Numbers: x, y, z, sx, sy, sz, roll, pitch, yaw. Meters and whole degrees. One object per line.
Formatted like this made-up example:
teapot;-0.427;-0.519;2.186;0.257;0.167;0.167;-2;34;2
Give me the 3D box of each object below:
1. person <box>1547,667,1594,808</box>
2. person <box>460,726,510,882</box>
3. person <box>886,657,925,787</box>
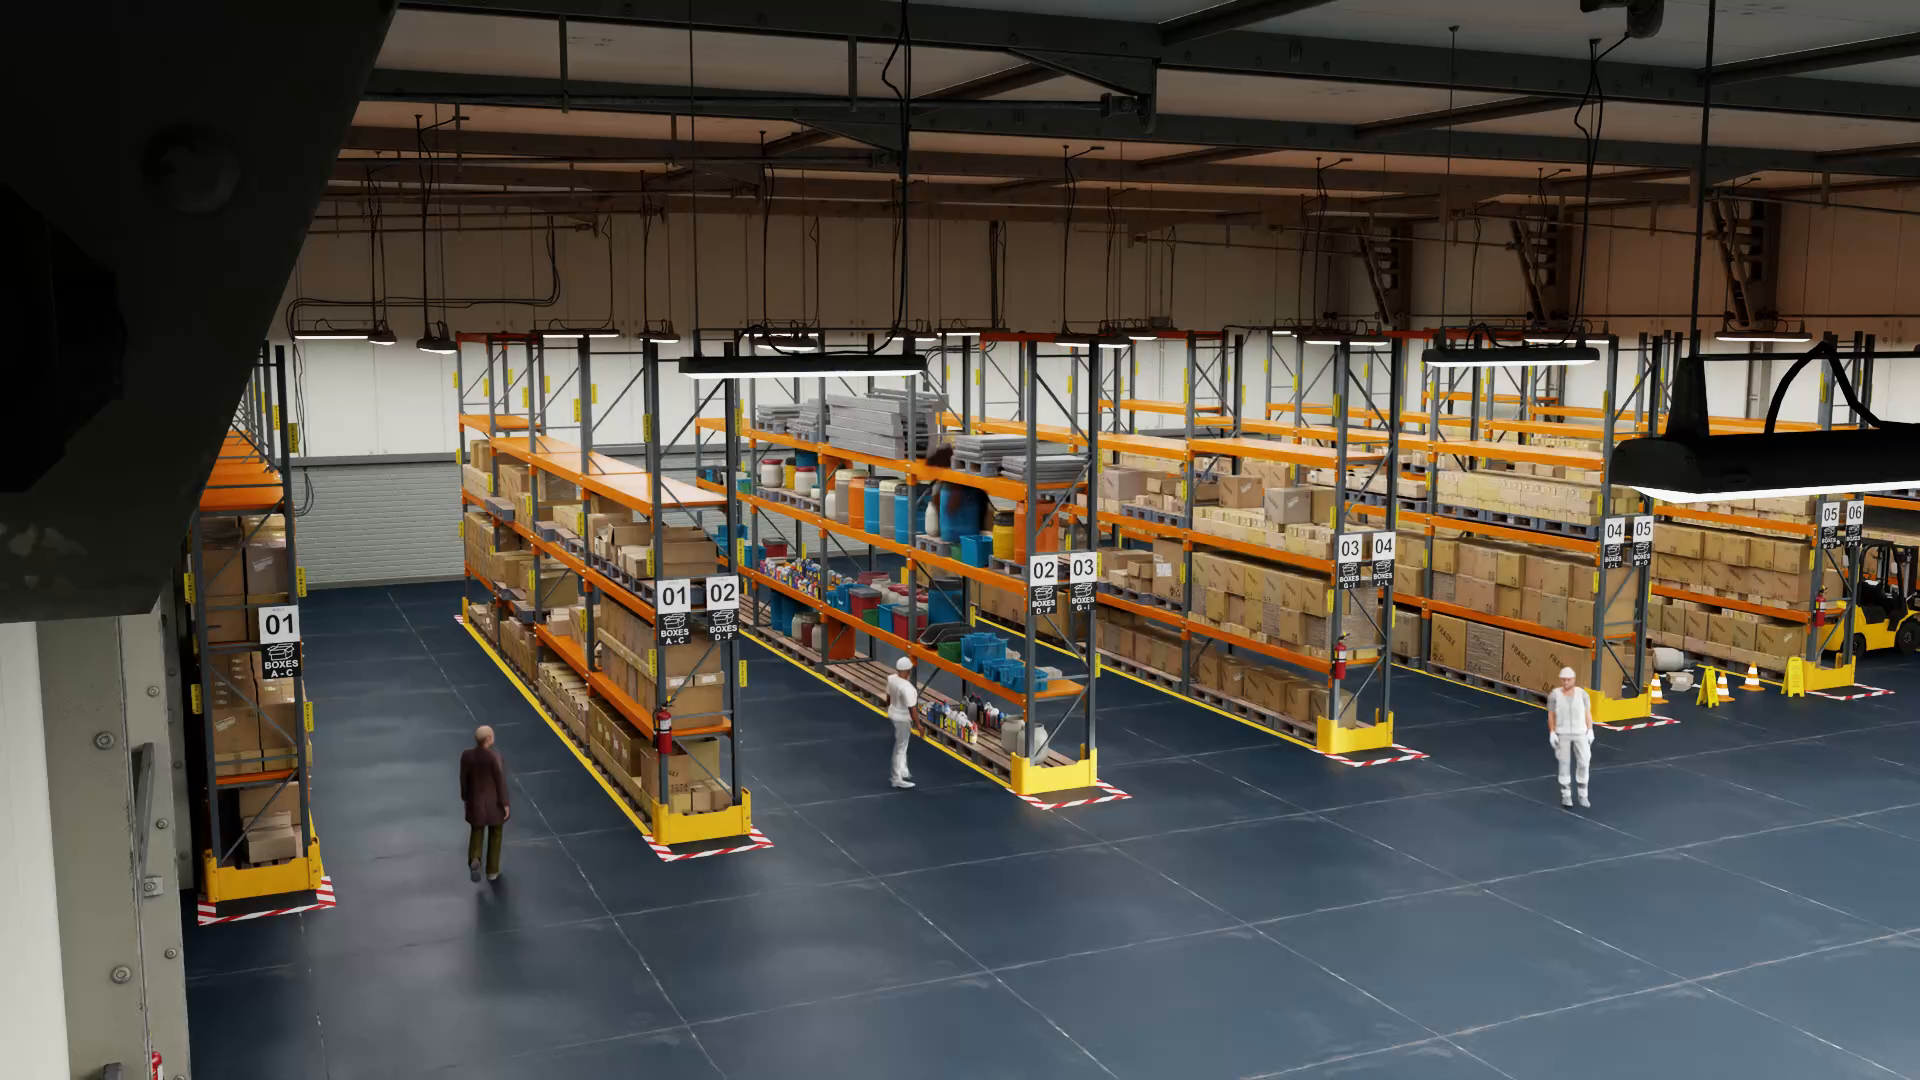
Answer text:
person;7.913;2.556;21.574;0.599;1.831;0.380;2;8;13
person;-5.312;2.945;18.563;0.563;1.766;0.673;0;8;-4
person;-0.767;2.448;22.496;0.493;1.801;0.690;-3;8;-19
